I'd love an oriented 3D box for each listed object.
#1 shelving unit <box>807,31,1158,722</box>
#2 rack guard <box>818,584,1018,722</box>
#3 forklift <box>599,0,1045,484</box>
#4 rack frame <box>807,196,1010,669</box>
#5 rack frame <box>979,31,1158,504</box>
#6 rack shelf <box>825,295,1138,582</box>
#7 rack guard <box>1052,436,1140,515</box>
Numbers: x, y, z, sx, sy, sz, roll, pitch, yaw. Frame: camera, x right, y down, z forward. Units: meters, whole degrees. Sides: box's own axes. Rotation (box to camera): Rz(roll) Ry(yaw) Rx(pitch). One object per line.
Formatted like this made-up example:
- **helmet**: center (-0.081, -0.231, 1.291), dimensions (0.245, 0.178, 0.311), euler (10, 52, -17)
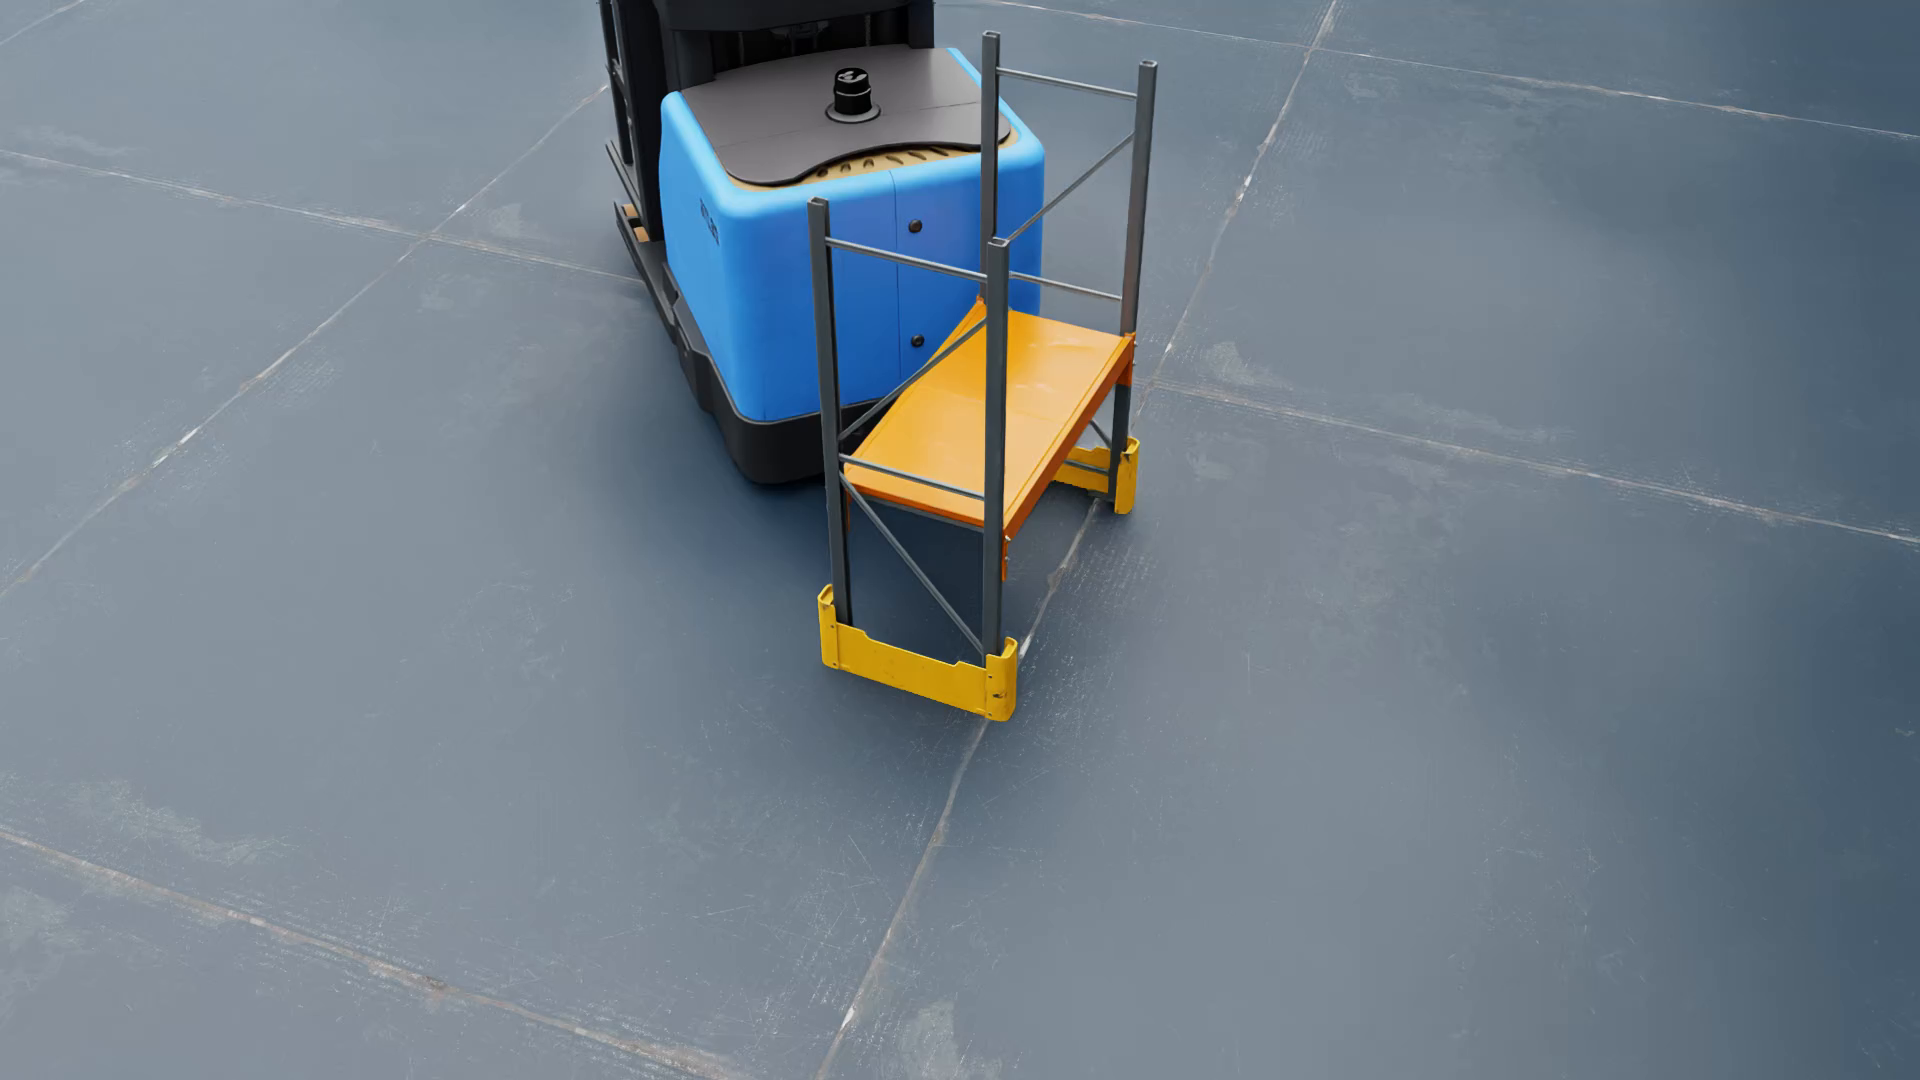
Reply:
- **shelving unit**: center (0.082, -0.453, 4.626), dimensions (0.587, 1.500, 1.083), euler (16, 43, 18)
- **rack guard**: center (-0.122, 0.317, 4.686), dimensions (0.587, 0.250, 0.087), euler (16, 43, 18)
- **forklift**: center (-0.725, -2.259, 5.640), dimensions (1.130, 2.935, 3.031), euler (-14, 42, -16)
- **rack frame**: center (-0.122, -0.158, 4.279), dimensions (0.500, 1.500, 0.032), euler (16, 43, 18)
- **rack frame**: center (0.294, -0.760, 4.985), dimensions (0.500, 1.500, 0.032), euler (16, 43, 18)
- **rack shelf**: center (0.086, -0.322, 4.749), dimensions (0.538, 0.185, 1.000), euler (16, 43, 18)
- **rack guard**: center (0.286, -0.273, 5.377), dimensions (0.587, 0.250, 0.087), euler (16, 43, 18)
